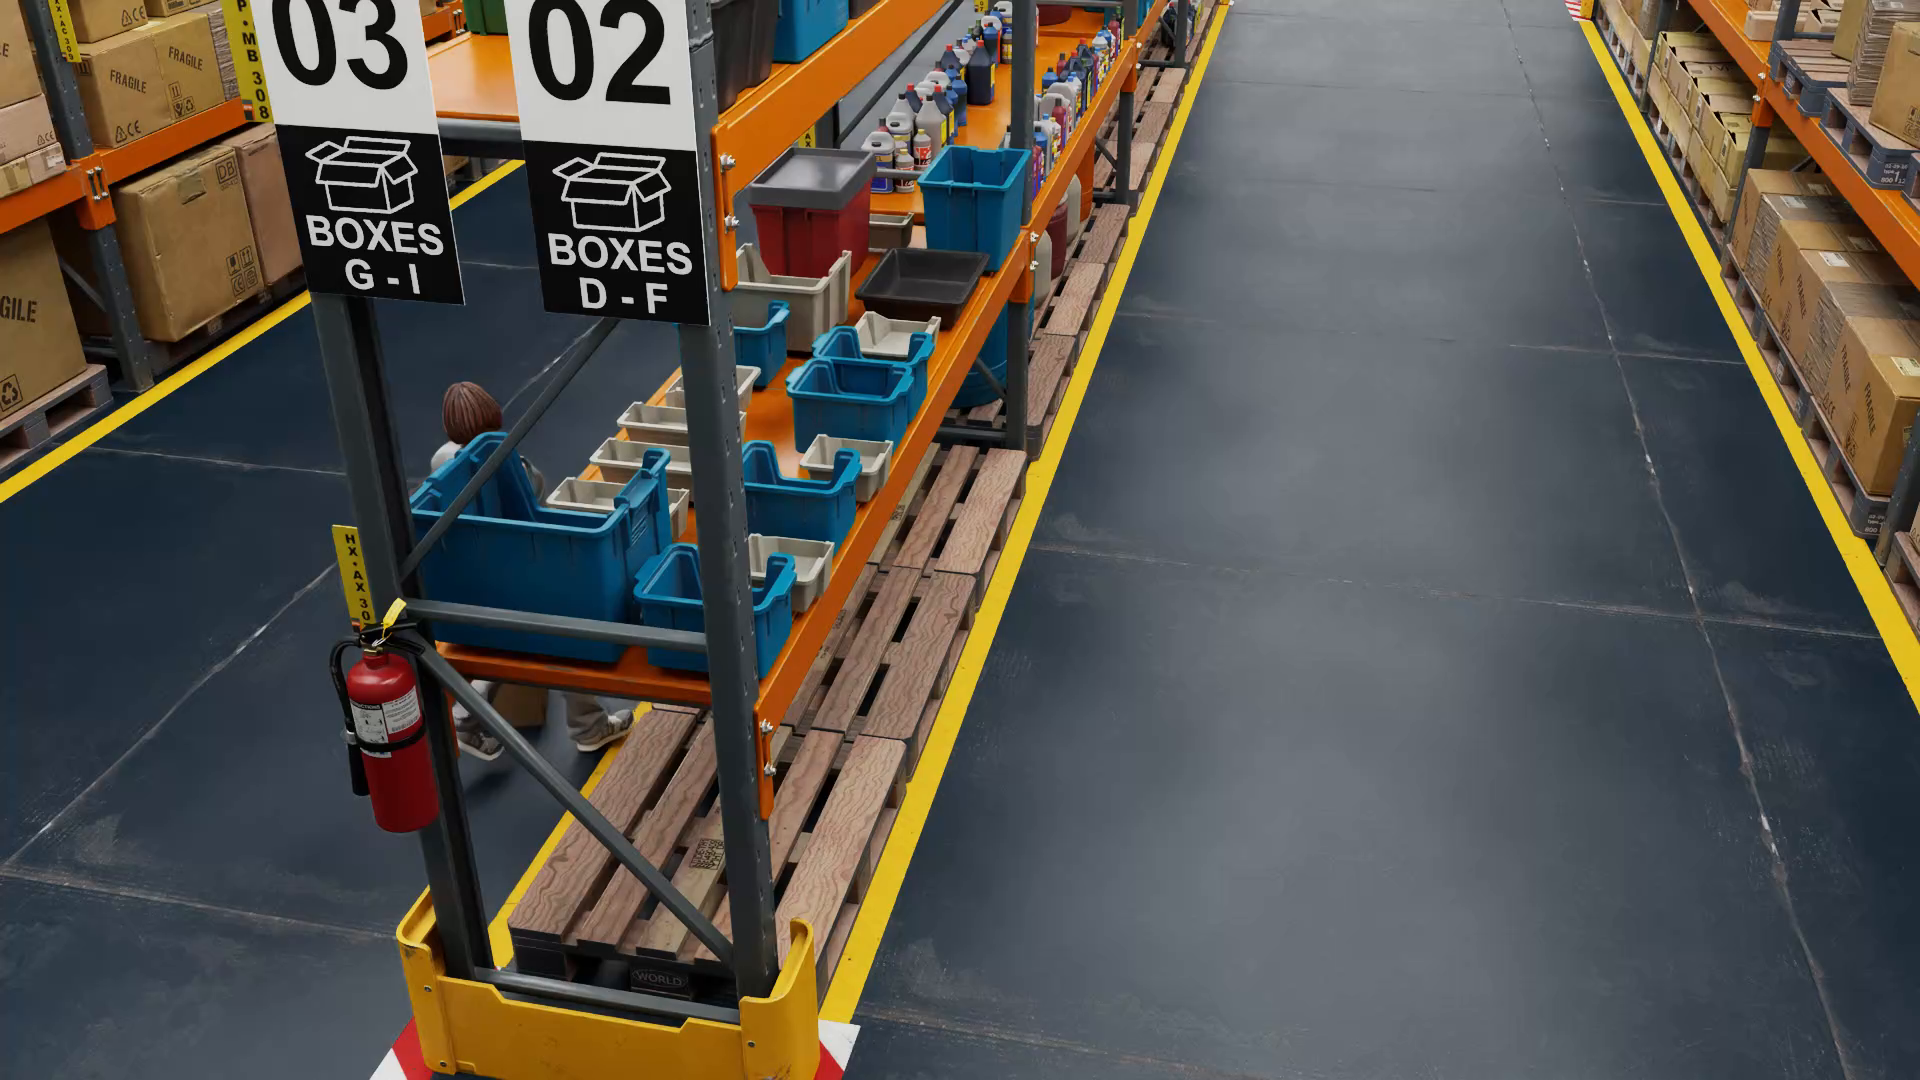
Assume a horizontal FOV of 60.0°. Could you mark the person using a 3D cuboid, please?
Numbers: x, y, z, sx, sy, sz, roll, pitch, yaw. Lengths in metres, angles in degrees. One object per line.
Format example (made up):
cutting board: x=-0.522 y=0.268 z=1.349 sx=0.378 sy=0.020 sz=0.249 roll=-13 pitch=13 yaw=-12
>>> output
person: x=-1.564 y=0.129 z=5.917 sx=0.427 sy=1.566 sz=0.664 roll=15 pitch=32 yaw=24
